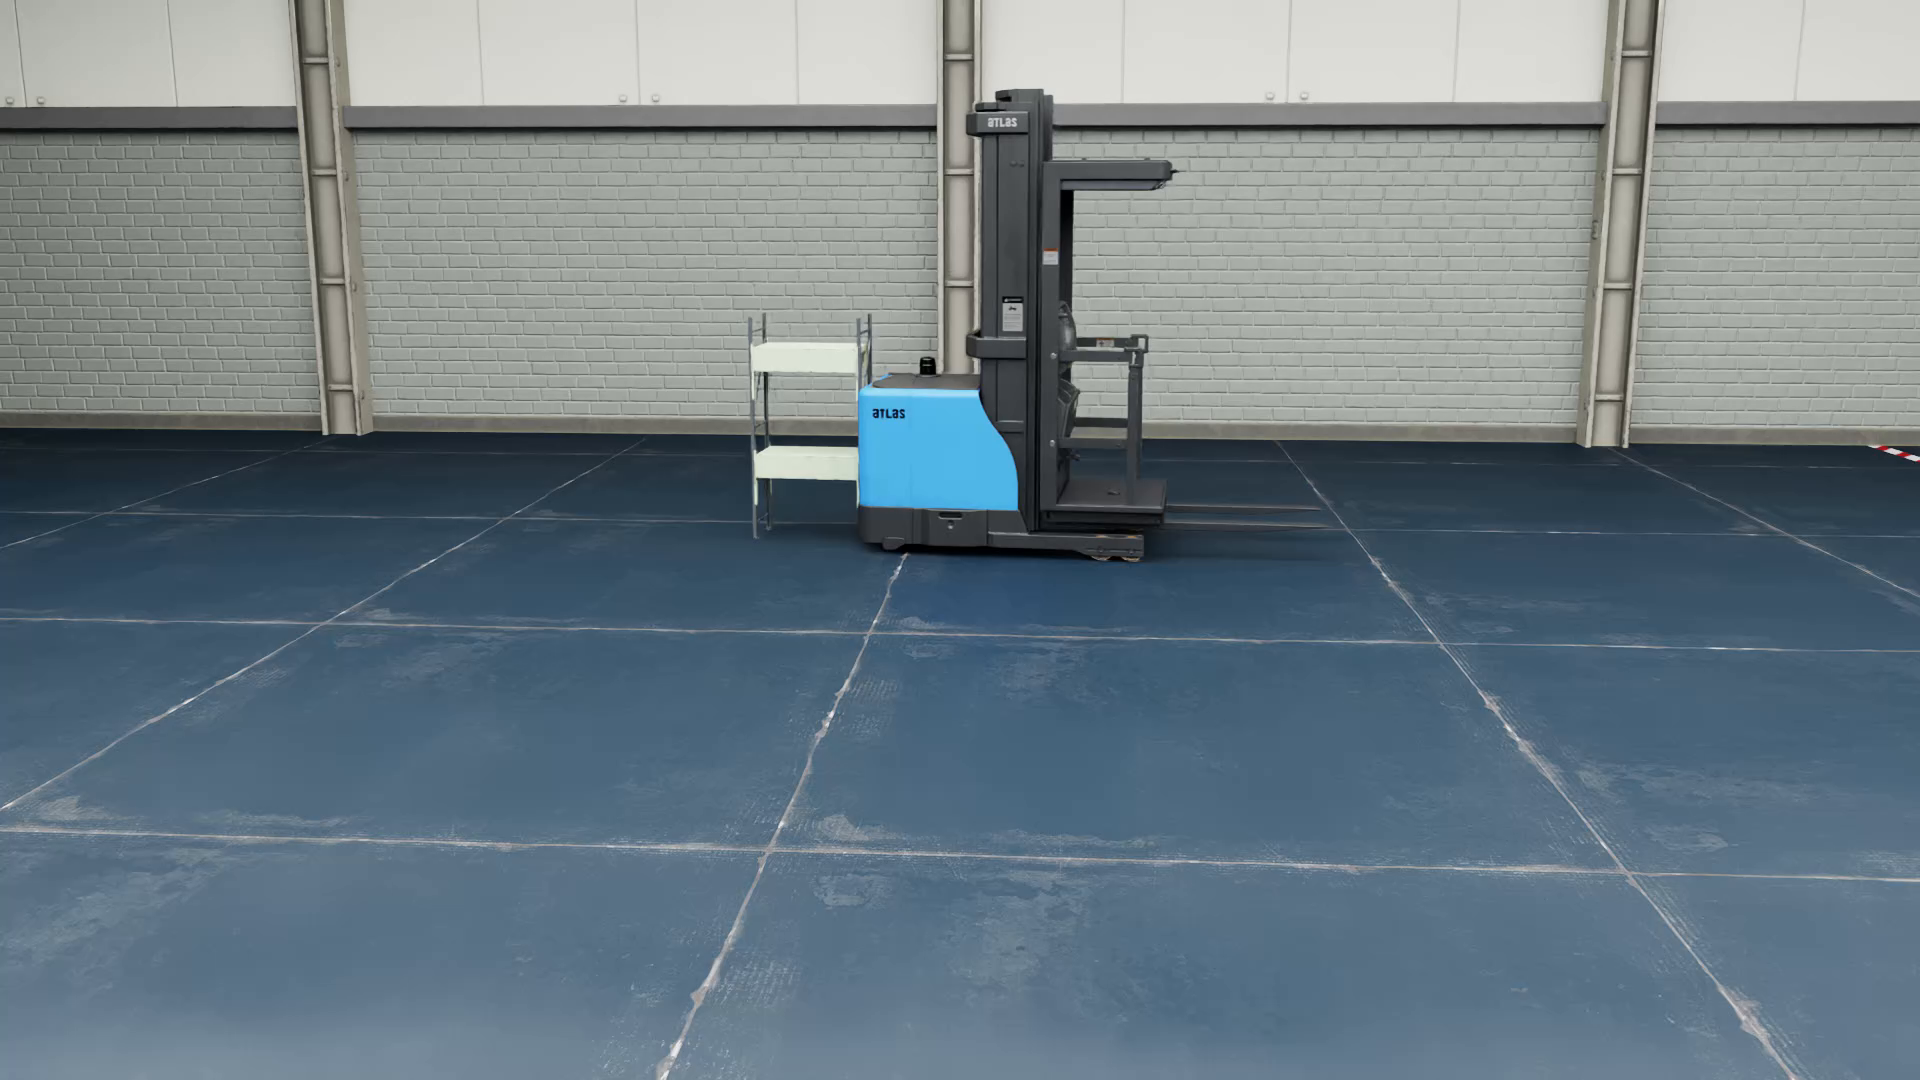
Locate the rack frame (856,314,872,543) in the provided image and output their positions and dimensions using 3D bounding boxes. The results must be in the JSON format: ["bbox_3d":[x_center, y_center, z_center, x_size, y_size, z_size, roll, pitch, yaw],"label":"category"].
[{"bbox_3d":[-0.639,-0.757,11.226,0.023,1.500,0.400,2,12,8],"label":"rack frame"}]

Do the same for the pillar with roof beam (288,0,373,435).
[{"bbox_3d":[-6.277,-4.576,11.166,0.400,9.000,9.100,1,12,4],"label":"pillar with roof beam"}]

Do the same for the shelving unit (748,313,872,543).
[{"bbox_3d":[-1.001,-0.768,11.277,0.755,1.500,0.431,2,12,8],"label":"shelving unit"}]

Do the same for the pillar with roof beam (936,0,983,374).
[{"bbox_3d":[-0.291,-4.494,10.773,0.400,9.000,9.100,1,12,4],"label":"pillar with roof beam"}]

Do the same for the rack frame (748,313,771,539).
[{"bbox_3d":[-1.364,-0.779,11.328,0.023,1.500,0.400,2,12,8],"label":"rack frame"}]

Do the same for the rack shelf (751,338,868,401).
[{"bbox_3d":[-1.001,-1.150,11.197,0.720,0.370,0.431,2,12,8],"label":"rack shelf"}]

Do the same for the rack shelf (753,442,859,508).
[{"bbox_3d":[-1.001,-0.449,11.344,0.720,0.370,0.431,2,12,8],"label":"rack shelf"}]

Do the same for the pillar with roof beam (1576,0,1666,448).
[{"bbox_3d":[5.696,-4.412,10.381,0.400,9.000,9.100,1,12,4],"label":"pillar with roof beam"}]

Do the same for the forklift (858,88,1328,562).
[{"bbox_3d":[0.890,-1.411,10.854,3.031,2.935,1.130,2,12,8],"label":"forklift"}]
